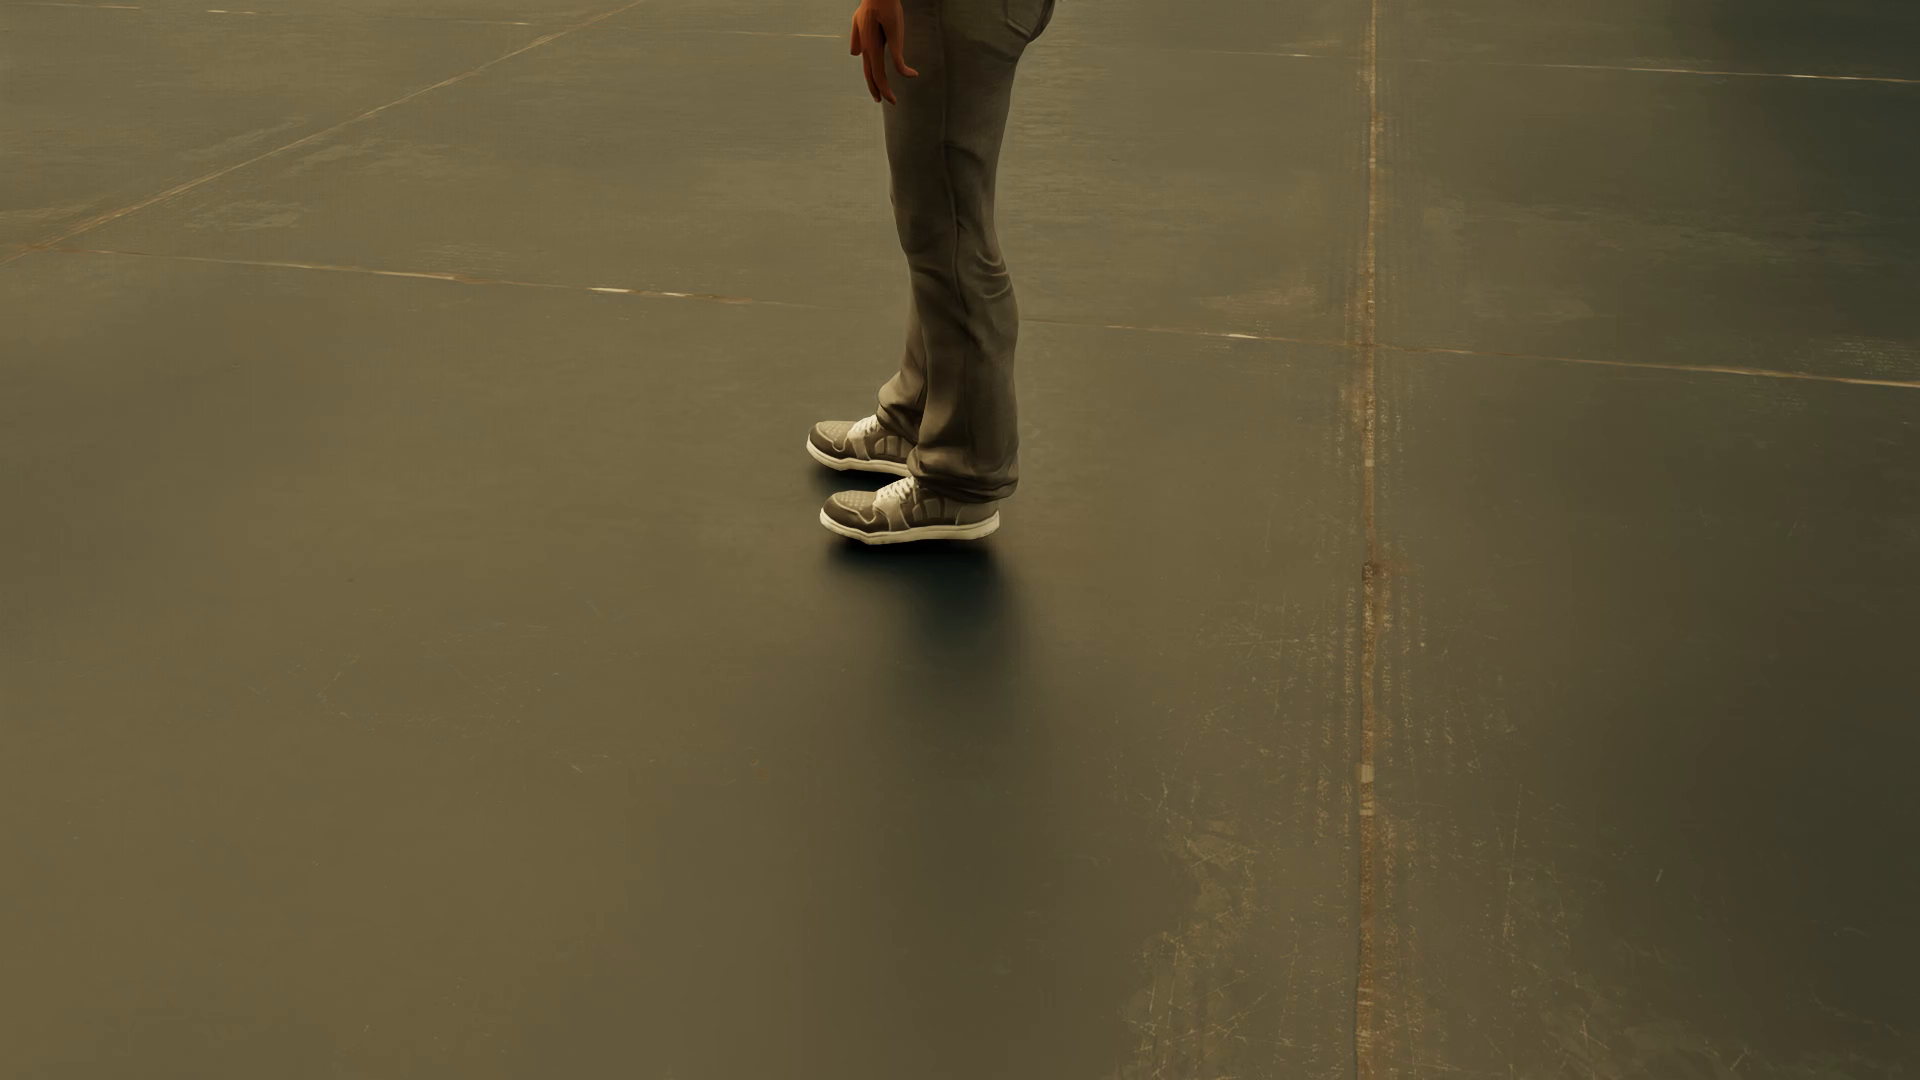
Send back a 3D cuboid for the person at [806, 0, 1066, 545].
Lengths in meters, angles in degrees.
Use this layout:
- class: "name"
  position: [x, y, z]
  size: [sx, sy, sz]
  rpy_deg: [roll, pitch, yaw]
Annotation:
- class: "person"
  position: [-0.068, -0.733, 2.164]
  size: [0.475, 1.597, 0.520]
  rpy_deg: [6, 27, 11]
